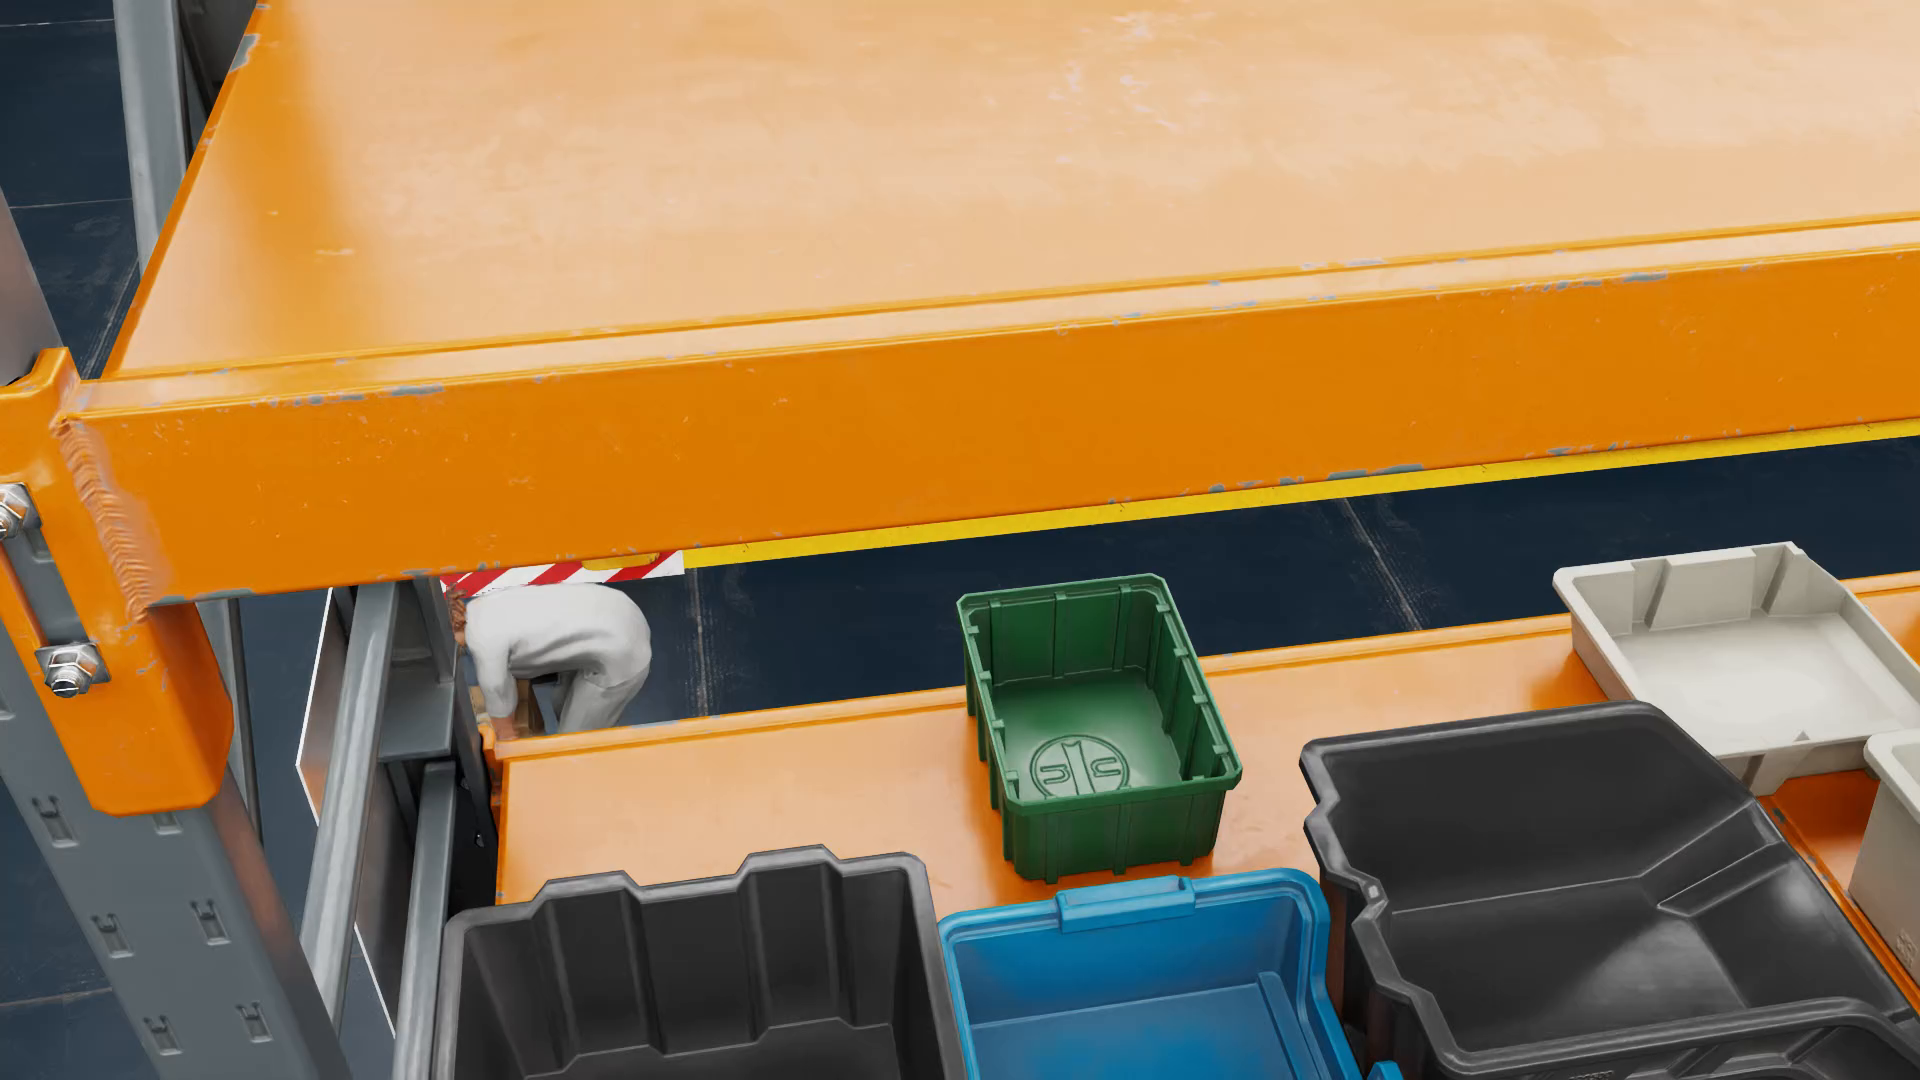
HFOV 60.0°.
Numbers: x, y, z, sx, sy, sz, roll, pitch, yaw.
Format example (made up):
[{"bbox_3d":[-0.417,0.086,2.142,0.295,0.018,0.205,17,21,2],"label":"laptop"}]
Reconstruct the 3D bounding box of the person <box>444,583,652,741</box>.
[{"bbox_3d":[-1.483,0.608,5.811,0.863,1.161,0.404,-7,39,-9],"label":"person"}]
